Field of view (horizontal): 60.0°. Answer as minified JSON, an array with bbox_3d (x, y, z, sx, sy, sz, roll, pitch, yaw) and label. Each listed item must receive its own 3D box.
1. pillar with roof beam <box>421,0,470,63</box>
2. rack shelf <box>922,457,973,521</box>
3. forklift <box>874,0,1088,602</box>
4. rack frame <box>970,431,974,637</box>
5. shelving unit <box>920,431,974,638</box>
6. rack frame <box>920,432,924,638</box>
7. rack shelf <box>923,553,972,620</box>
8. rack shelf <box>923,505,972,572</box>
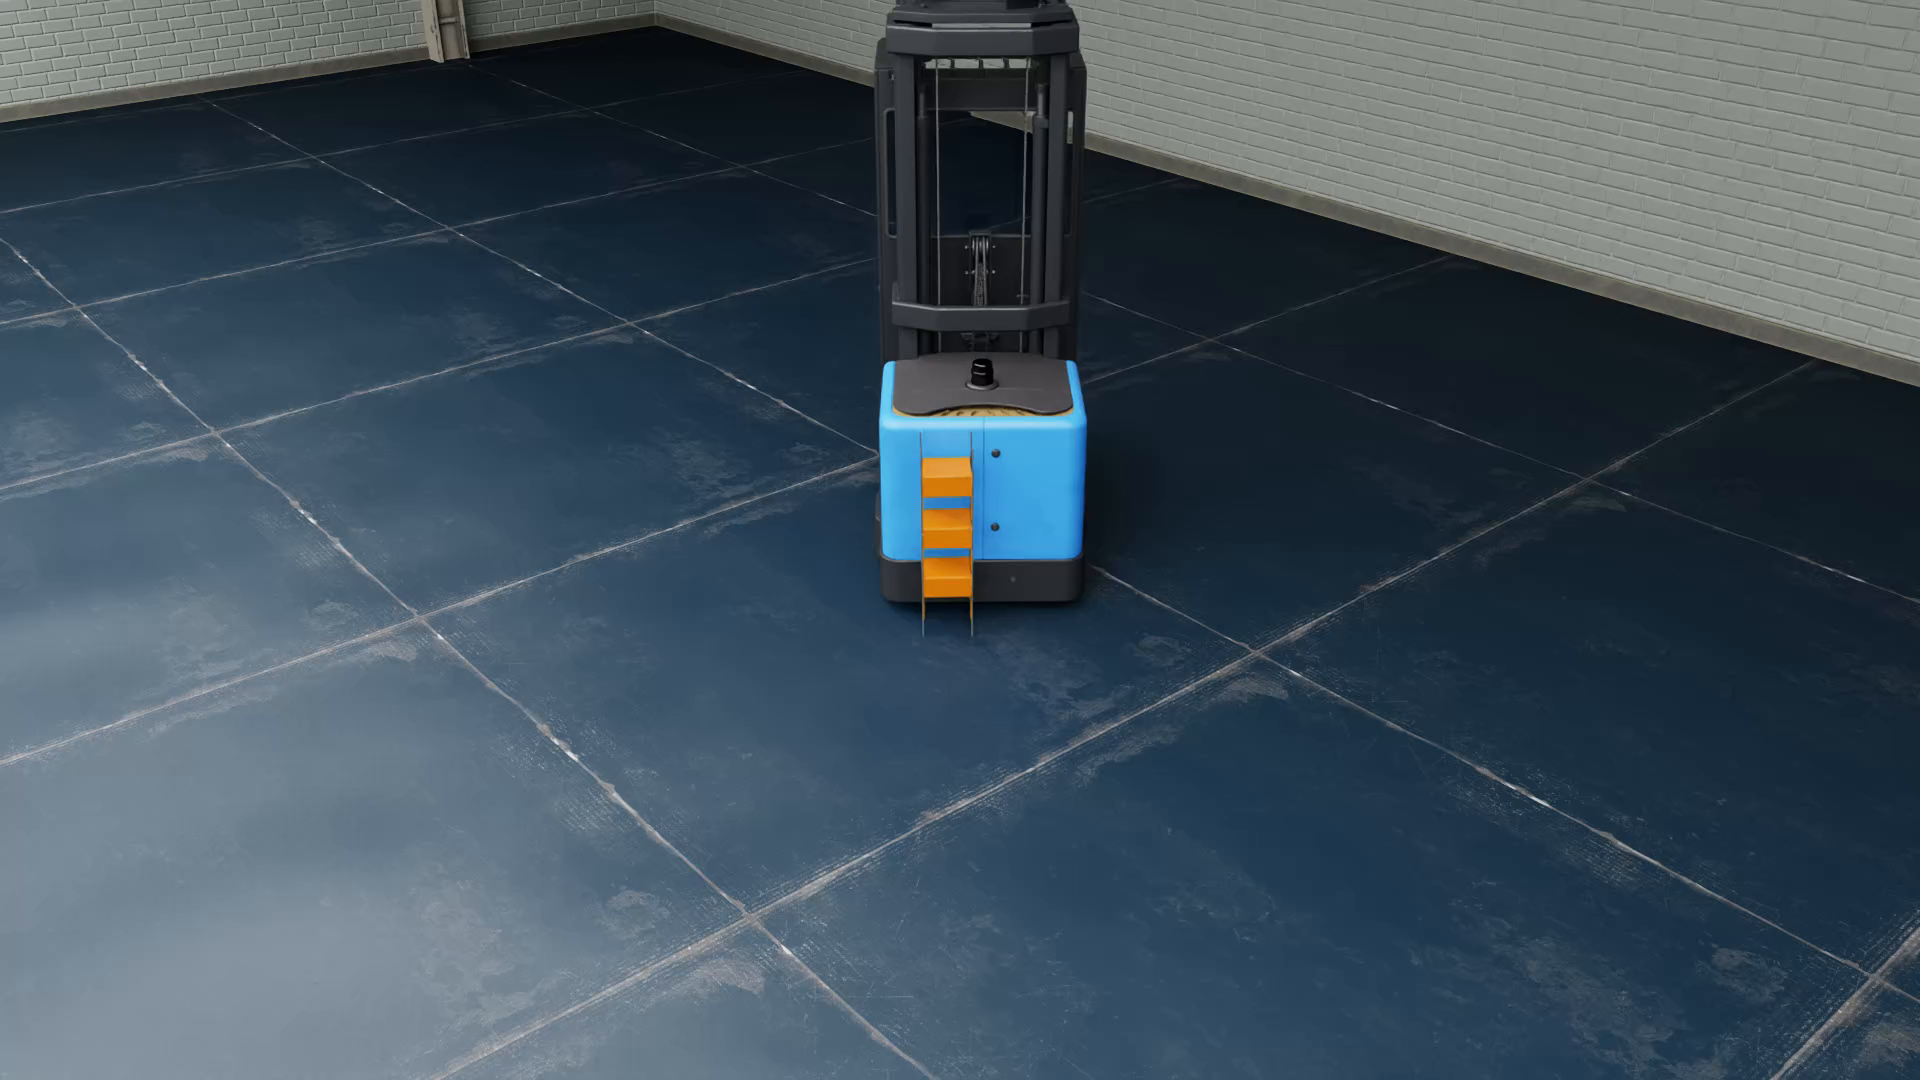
[{"bbox_3d":[-3.406,-8.280,15.196,0.400,9.000,9.100,-22,35,-35],"label":"pillar with roof beam"},{"bbox_3d":[-0.065,-0.254,8.025,0.240,0.259,0.215,-1,30,-2],"label":"rack shelf"},{"bbox_3d":[0.101,-1.627,9.184,1.130,2.935,3.031,0,28,-1],"label":"forklift"},{"bbox_3d":[0.057,-0.020,8.166,0.008,1.050,0.200,-1,30,-2],"label":"rack frame"},{"bbox_3d":[-0.065,-0.018,8.161,0.252,1.050,0.215,-1,30,-2],"label":"shelving unit"},{"bbox_3d":[-0.187,-0.015,8.157,0.008,1.050,0.200,-1,30,-2],"label":"rack frame"},{"bbox_3d":[-0.065,0.232,8.305,0.240,0.259,0.215,-1,30,-2],"label":"rack shelf"},{"bbox_3d":[-0.065,-0.008,8.167,0.240,0.259,0.215,-1,30,-2],"label":"rack shelf"}]
